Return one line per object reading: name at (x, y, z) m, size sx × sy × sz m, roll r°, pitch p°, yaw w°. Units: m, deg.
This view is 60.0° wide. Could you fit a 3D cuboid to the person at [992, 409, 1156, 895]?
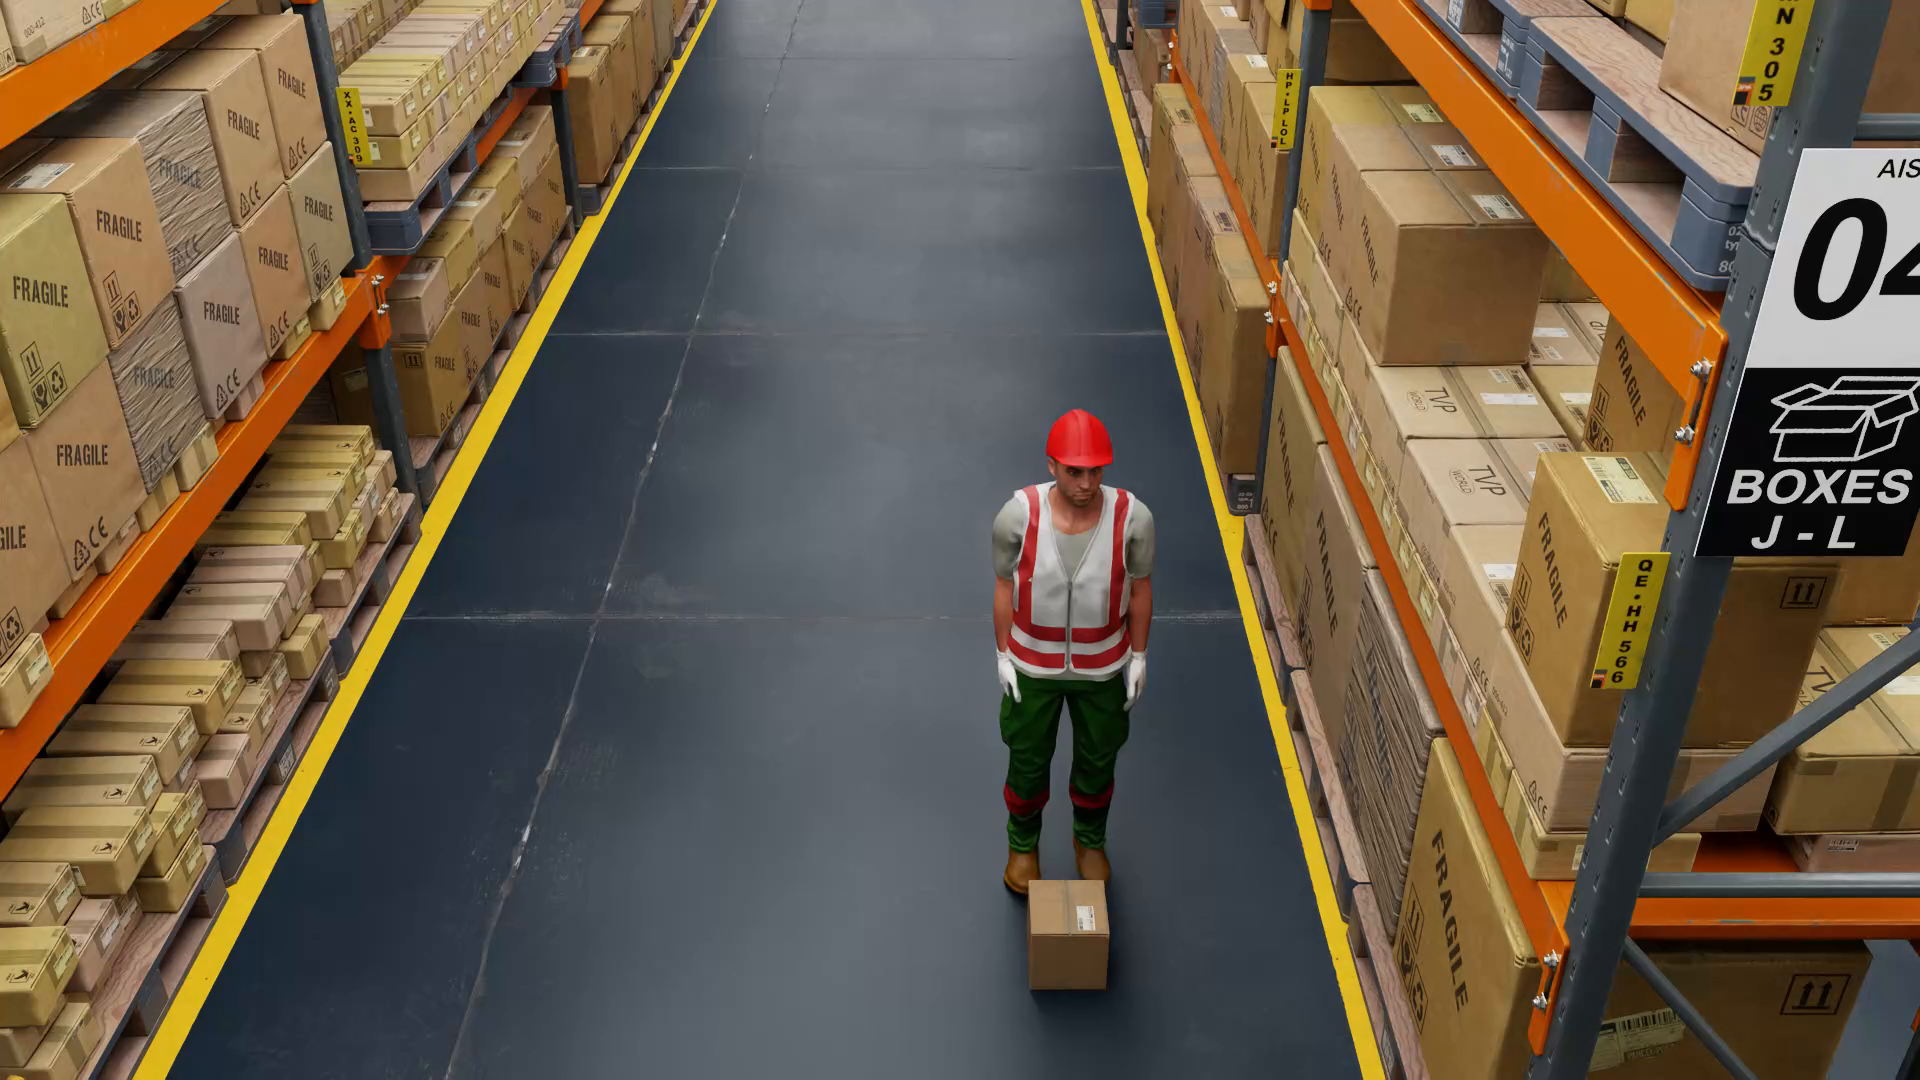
person at (3.631, -2.479, 10.215) m, size 6.848 × 1.806 × 11.595 m, roll 1°, pitch 31°, yaw 1°
